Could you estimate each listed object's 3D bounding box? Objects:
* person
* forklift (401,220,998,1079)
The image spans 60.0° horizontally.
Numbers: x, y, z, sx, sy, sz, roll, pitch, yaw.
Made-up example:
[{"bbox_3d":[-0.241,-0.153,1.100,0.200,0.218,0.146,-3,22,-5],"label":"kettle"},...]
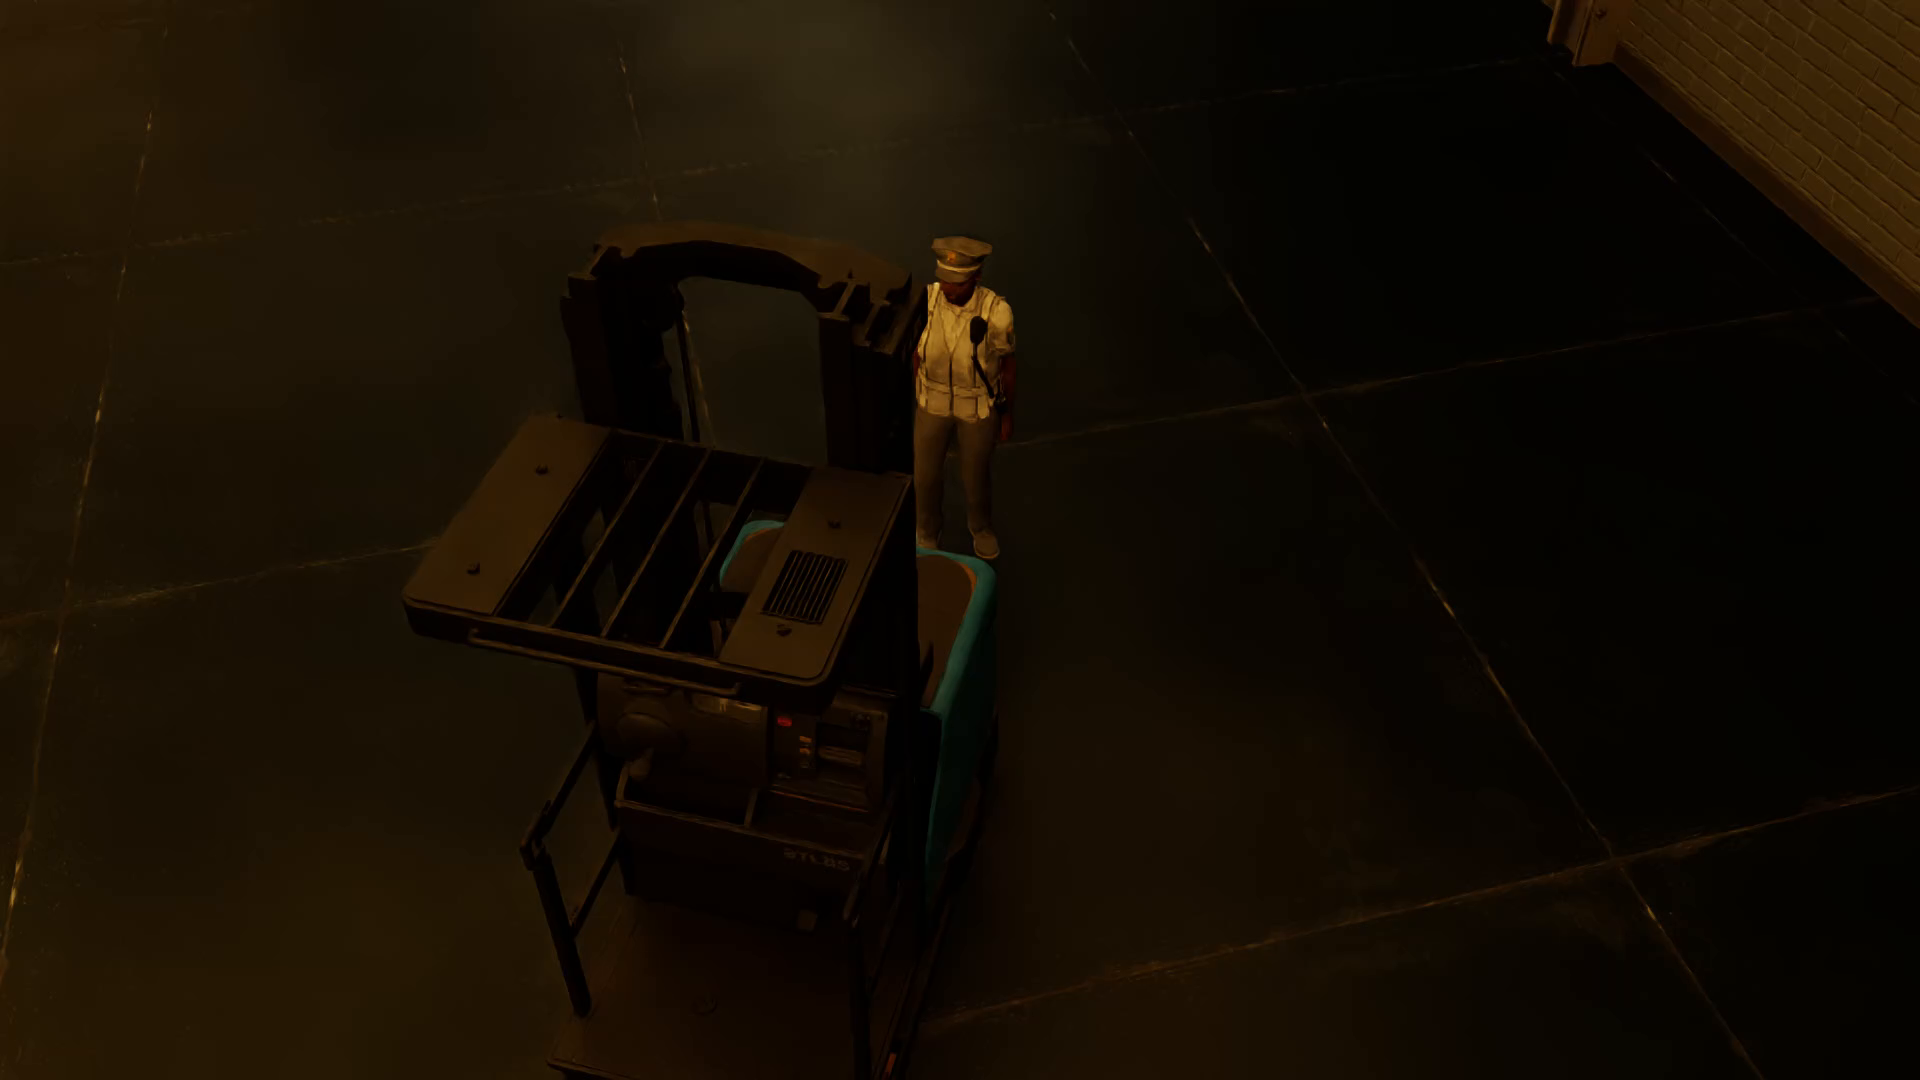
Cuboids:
[{"bbox_3d":[0.006,-0.568,7.165,0.469,1.682,0.416,11,45,12],"label":"person"},{"bbox_3d":[-0.721,0.683,4.923,1.130,2.935,3.031,10,44,11],"label":"forklift"}]
